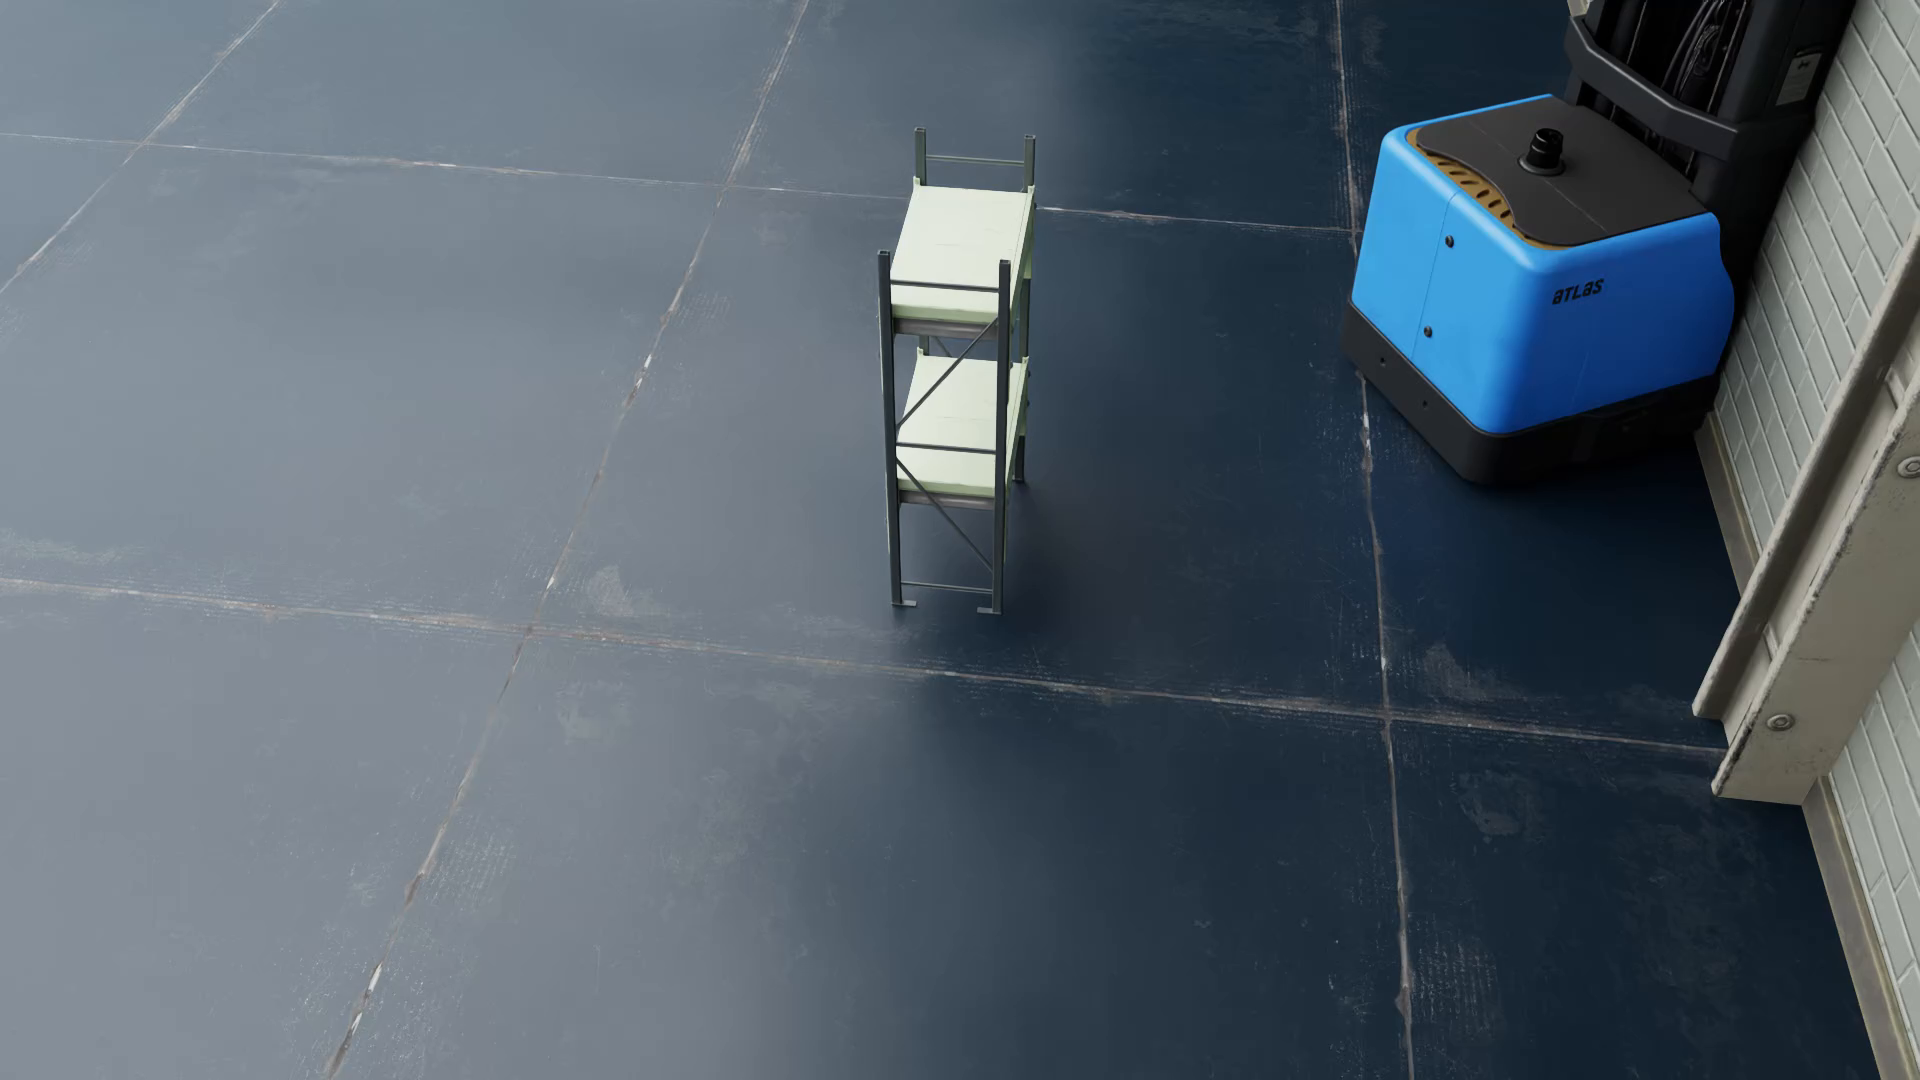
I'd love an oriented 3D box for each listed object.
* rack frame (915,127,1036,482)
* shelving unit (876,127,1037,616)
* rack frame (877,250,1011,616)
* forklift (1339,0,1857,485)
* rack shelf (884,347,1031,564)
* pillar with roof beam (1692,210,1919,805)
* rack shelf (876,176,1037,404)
[{"bbox_3d":[0.049,-0.799,6.003,0.400,1.500,0.023,5,44,6],"label":"rack frame"},{"bbox_3d":[0.001,-0.549,5.739,0.431,1.500,0.755,5,44,6],"label":"shelving unit"},{"bbox_3d":[-0.048,-0.300,5.476,0.400,1.500,0.023,5,44,6],"label":"rack frame"},{"bbox_3d":[3.165,-1.928,6.154,3.031,2.935,1.130,-16,46,-16],"label":"forklift"},{"bbox_3d":[0.001,-0.312,5.963,0.431,0.370,0.720,5,44,6],"label":"rack shelf"},{"bbox_3d":[-1.650,-2.952,2.823,9.100,9.000,0.400,5,44,6],"label":"pillar with roof beam"},{"bbox_3d":[0.001,-0.833,5.471,0.431,0.370,0.720,5,44,6],"label":"rack shelf"}]
